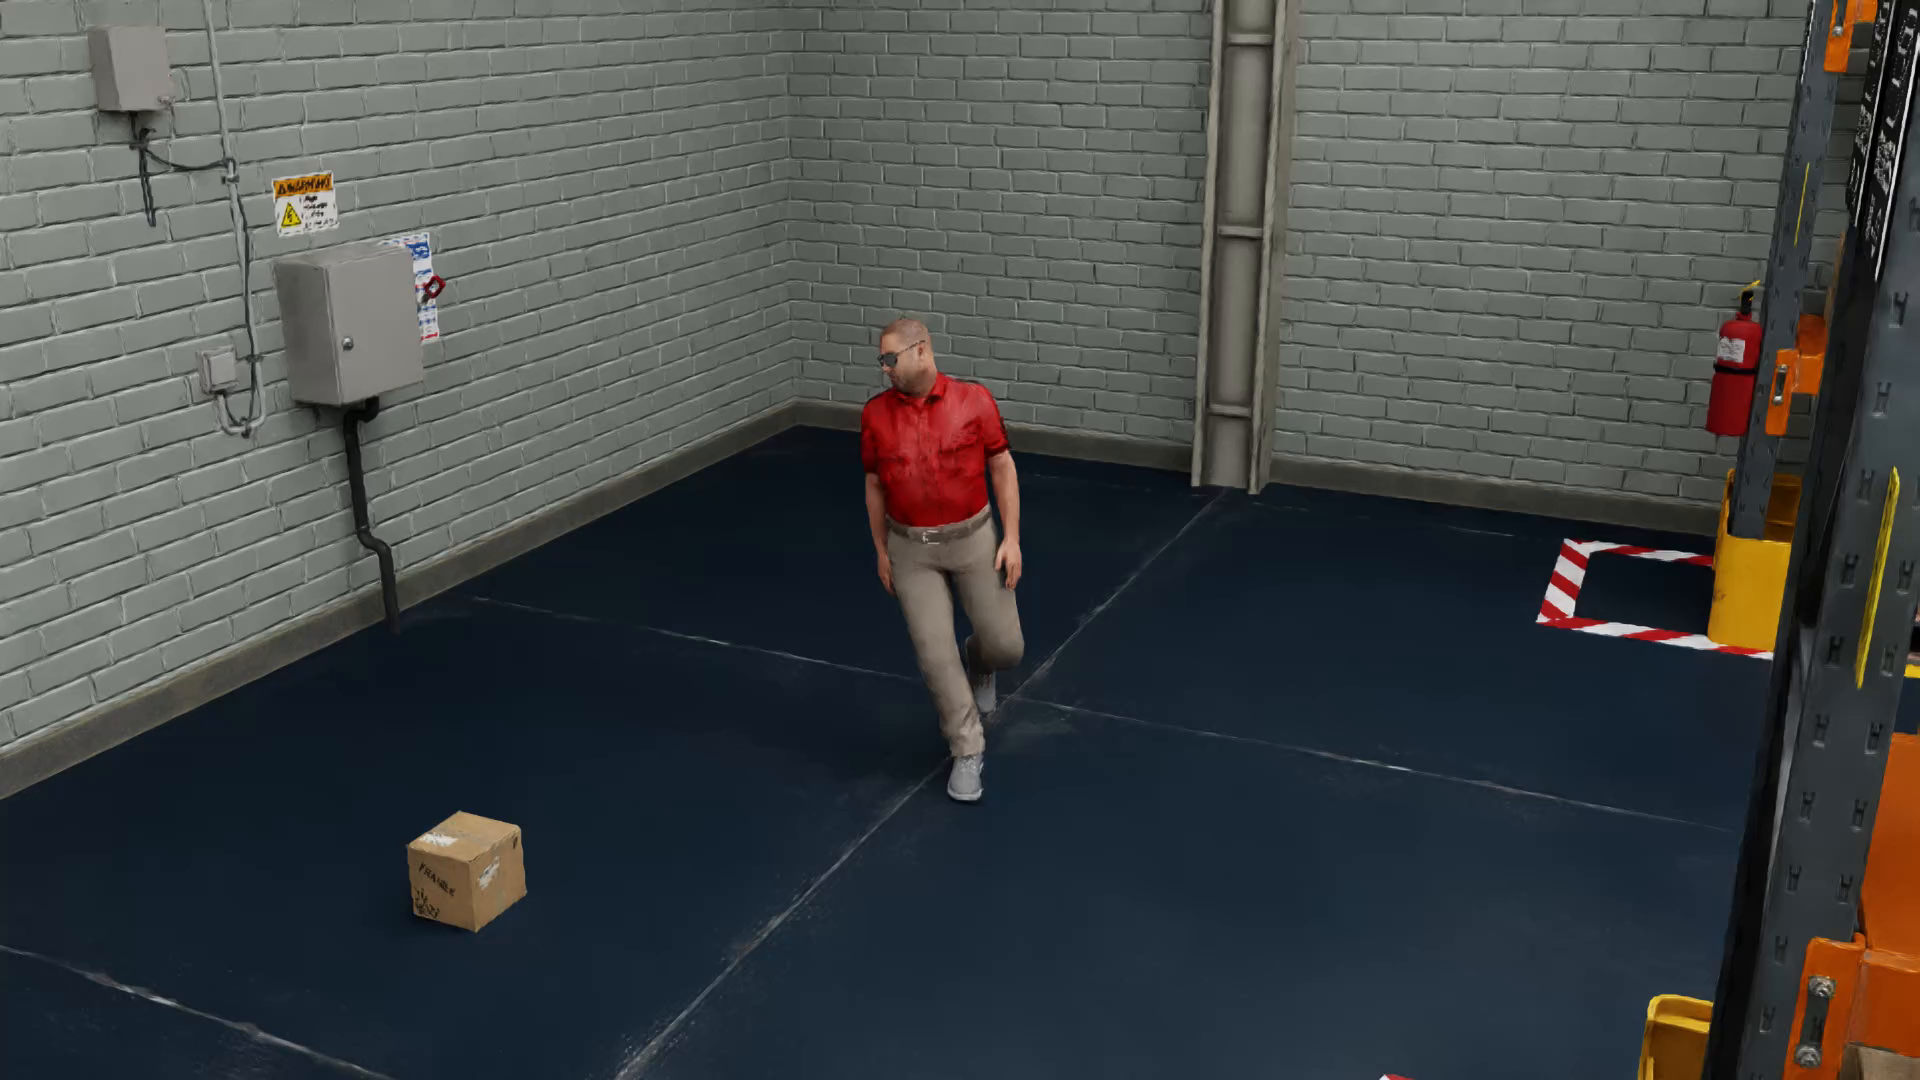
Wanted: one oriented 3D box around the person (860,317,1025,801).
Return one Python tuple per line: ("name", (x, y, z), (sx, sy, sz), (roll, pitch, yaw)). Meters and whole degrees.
("person", (-0.064, 0.034, 6.056), (0.609, 1.675, 0.748), (1, 19, 3))
